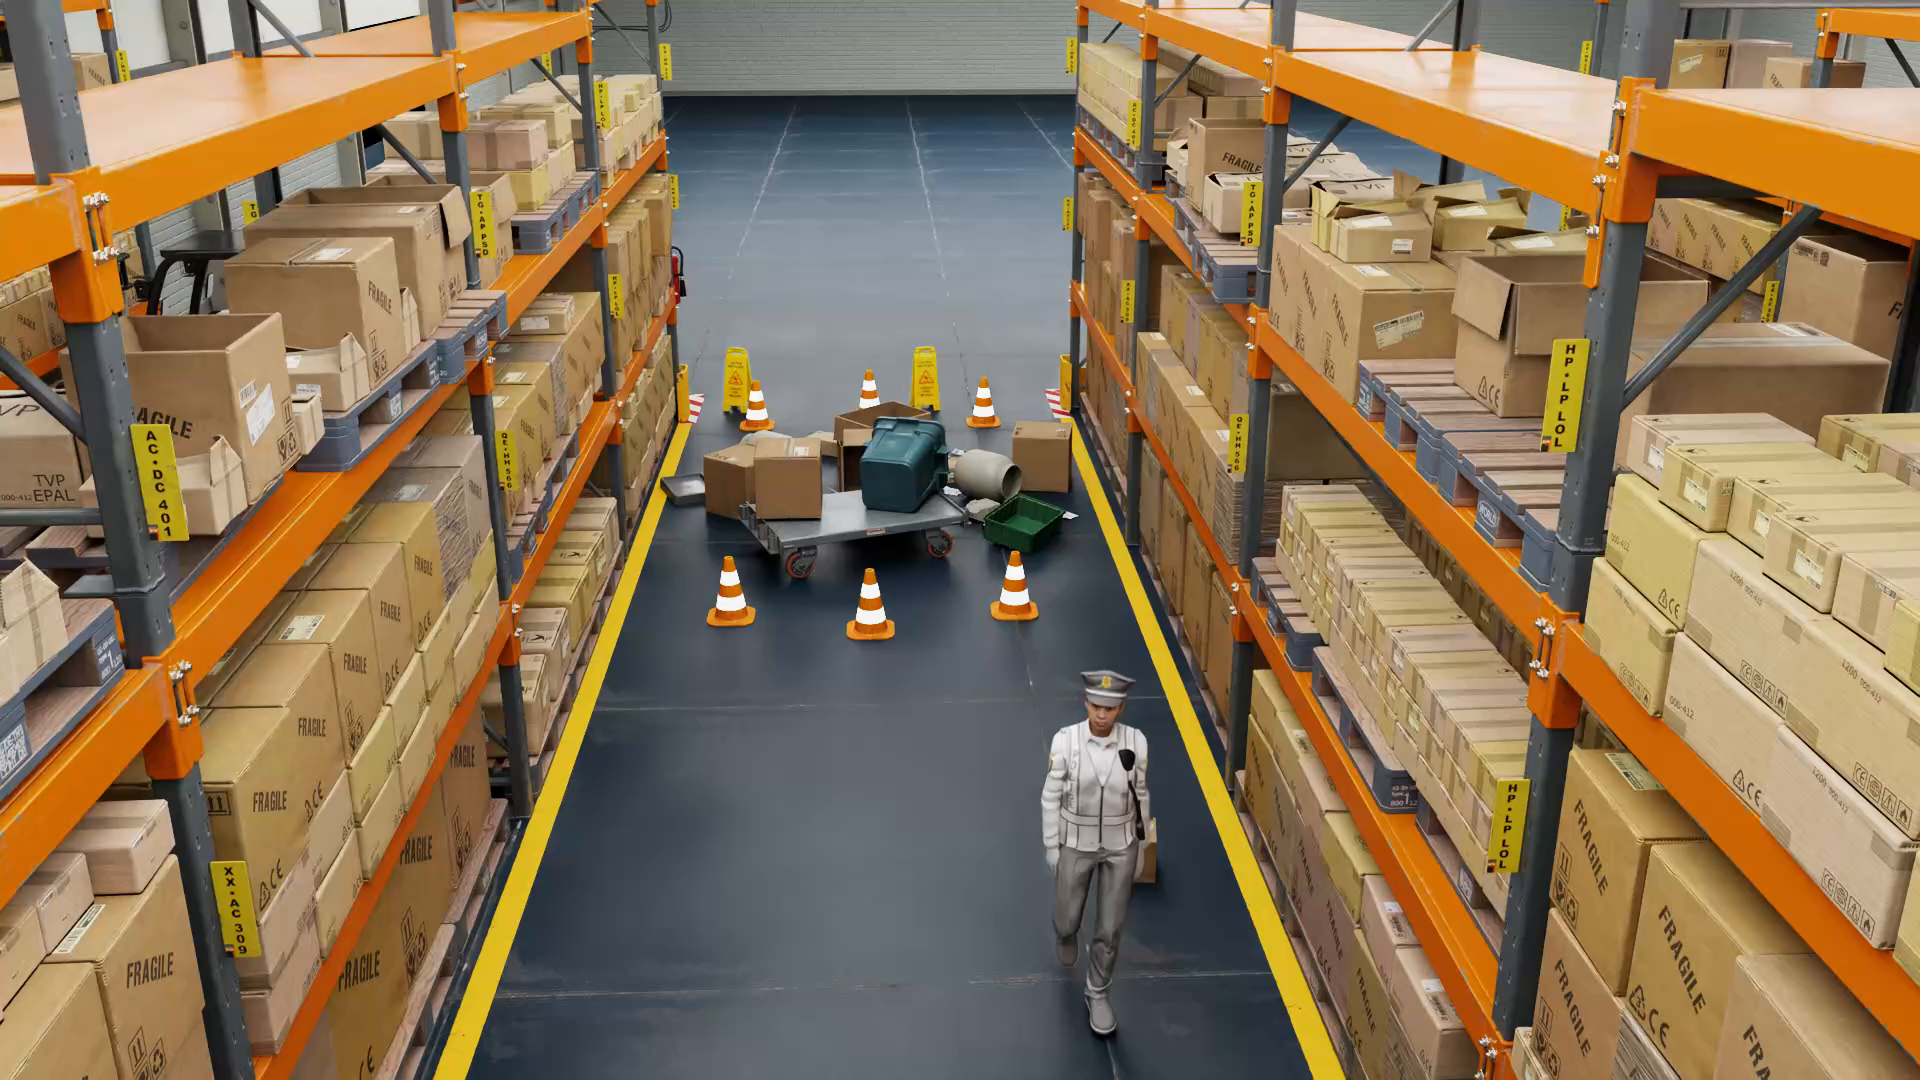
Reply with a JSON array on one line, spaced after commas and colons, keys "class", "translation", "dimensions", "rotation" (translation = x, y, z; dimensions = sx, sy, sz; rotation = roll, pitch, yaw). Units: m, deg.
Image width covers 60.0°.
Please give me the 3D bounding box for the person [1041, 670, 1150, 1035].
[{"class": "person", "translation": [0.603, 1.333, 7.431], "dimensions": [0.486, 1.674, 0.609], "rotation": [0, 21, 1]}]
